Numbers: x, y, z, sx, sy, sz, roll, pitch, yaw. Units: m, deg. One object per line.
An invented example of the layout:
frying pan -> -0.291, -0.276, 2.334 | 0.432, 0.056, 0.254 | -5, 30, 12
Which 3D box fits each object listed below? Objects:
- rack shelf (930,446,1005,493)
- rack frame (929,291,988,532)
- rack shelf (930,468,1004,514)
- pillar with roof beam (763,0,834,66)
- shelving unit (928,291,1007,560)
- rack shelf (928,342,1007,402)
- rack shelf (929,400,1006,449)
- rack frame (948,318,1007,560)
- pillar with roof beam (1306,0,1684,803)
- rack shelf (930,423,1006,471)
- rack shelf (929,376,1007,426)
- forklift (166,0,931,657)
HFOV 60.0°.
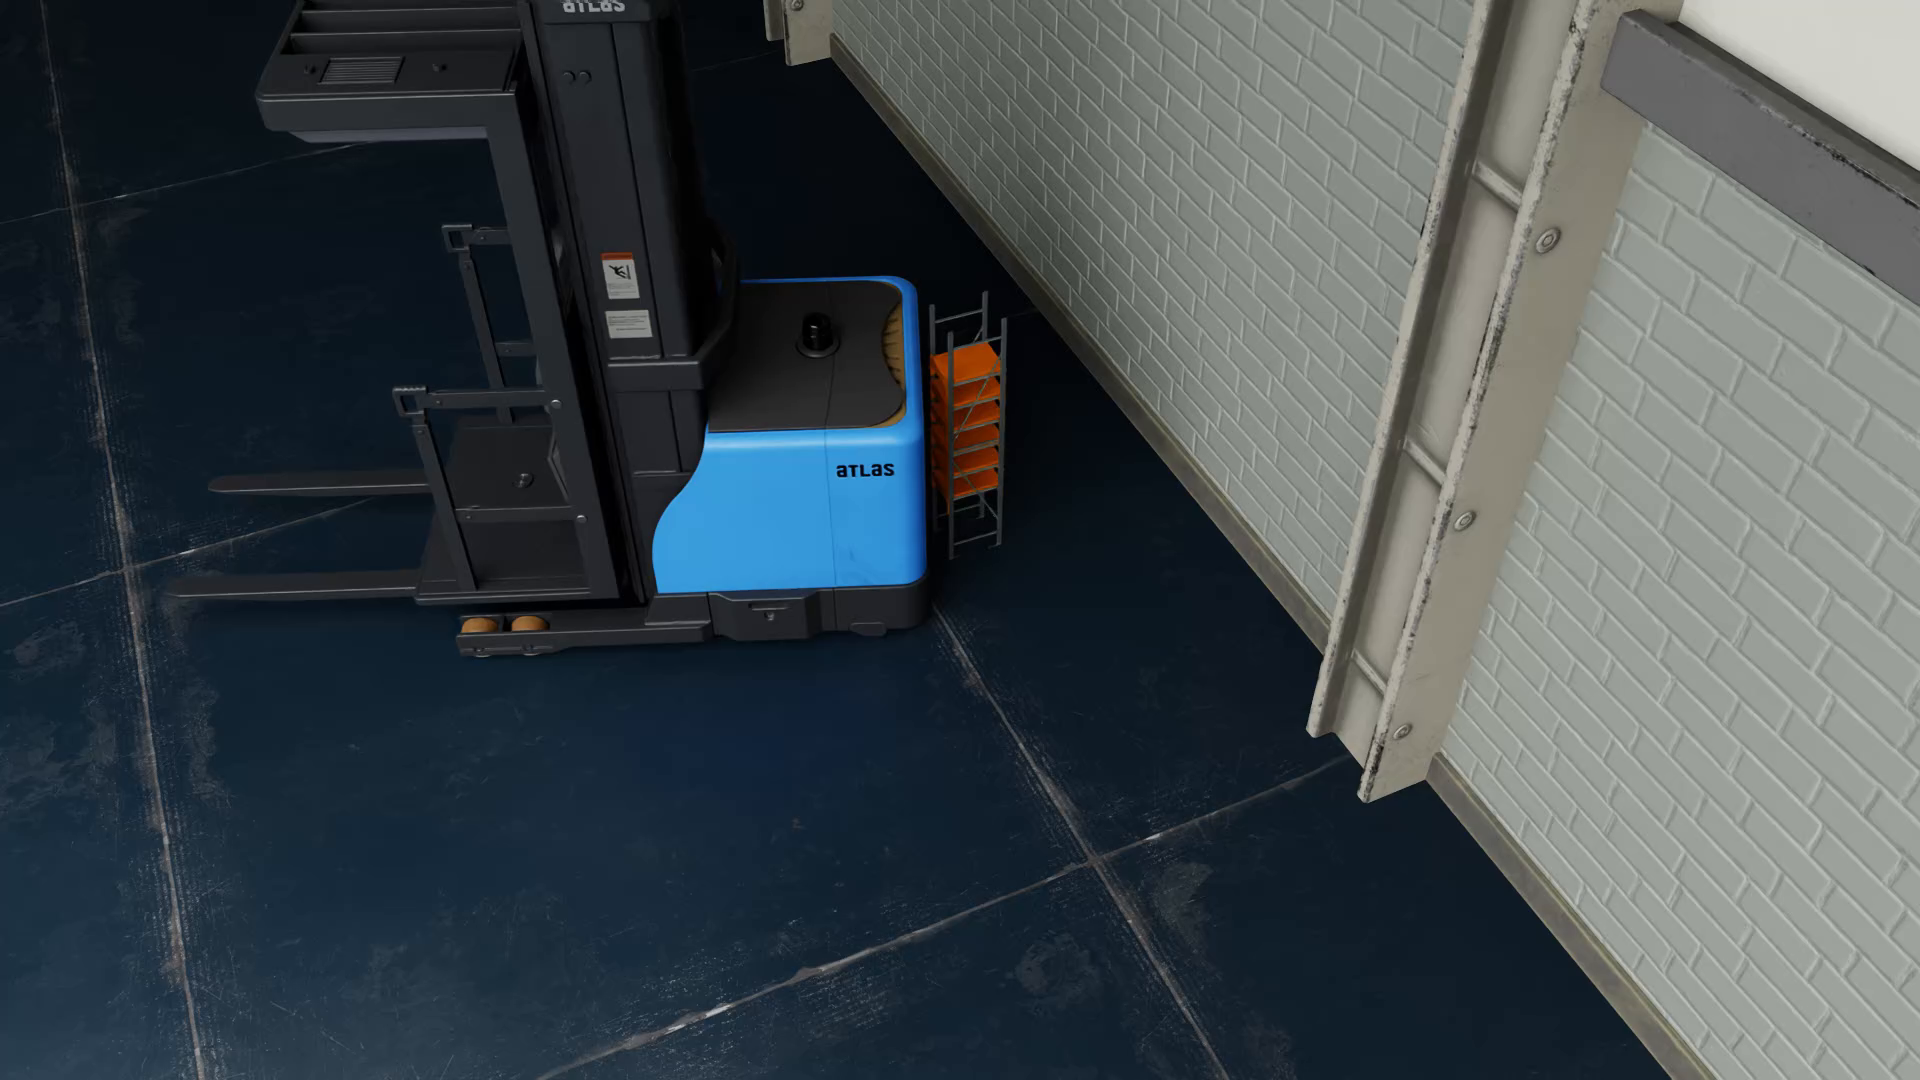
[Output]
rack shelf -> 0.030, -0.318, 6.821 | 0.258, 0.103, 0.180 | -16, 47, -16
rack frame -> -0.005, -0.495, 6.766 | 0.240, 1.200, 0.006 | -16, 47, -16
rack shelf -> 0.030, -0.233, 6.905 | 0.258, 0.103, 0.180 | -16, 47, -16
pillar with roof beam -> -4.880, -4.954, 5.733 | 9.100, 9.000, 0.400 | -18, 47, -17
shelving unit -> 0.030, -0.435, 6.706 | 0.258, 1.200, 0.189 | -16, 47, -16
rack shelf -> 0.030, -0.660, 6.484 | 0.258, 0.103, 0.180 | -16, 47, -16
rack shelf -> 0.030, -0.489, 6.653 | 0.258, 0.103, 0.180 | -16, 47, -16
rack frame -> 0.065, -0.376, 6.645 | 0.240, 1.200, 0.006 | -16, 47, -16
pillar with roof beam -> -2.357, -1.130, 1.858 | 9.100, 9.000, 0.400 | -18, 47, -17
rack shelf -> 0.030, -0.404, 6.737 | 0.258, 0.103, 0.180 | -16, 47, -16
rack shelf -> 0.030, -0.575, 6.568 | 0.258, 0.103, 0.180 | -16, 47, -16
forklift -> -1.651, -0.958, 6.003 | 3.031, 2.935, 1.130 | -2, 45, -2
